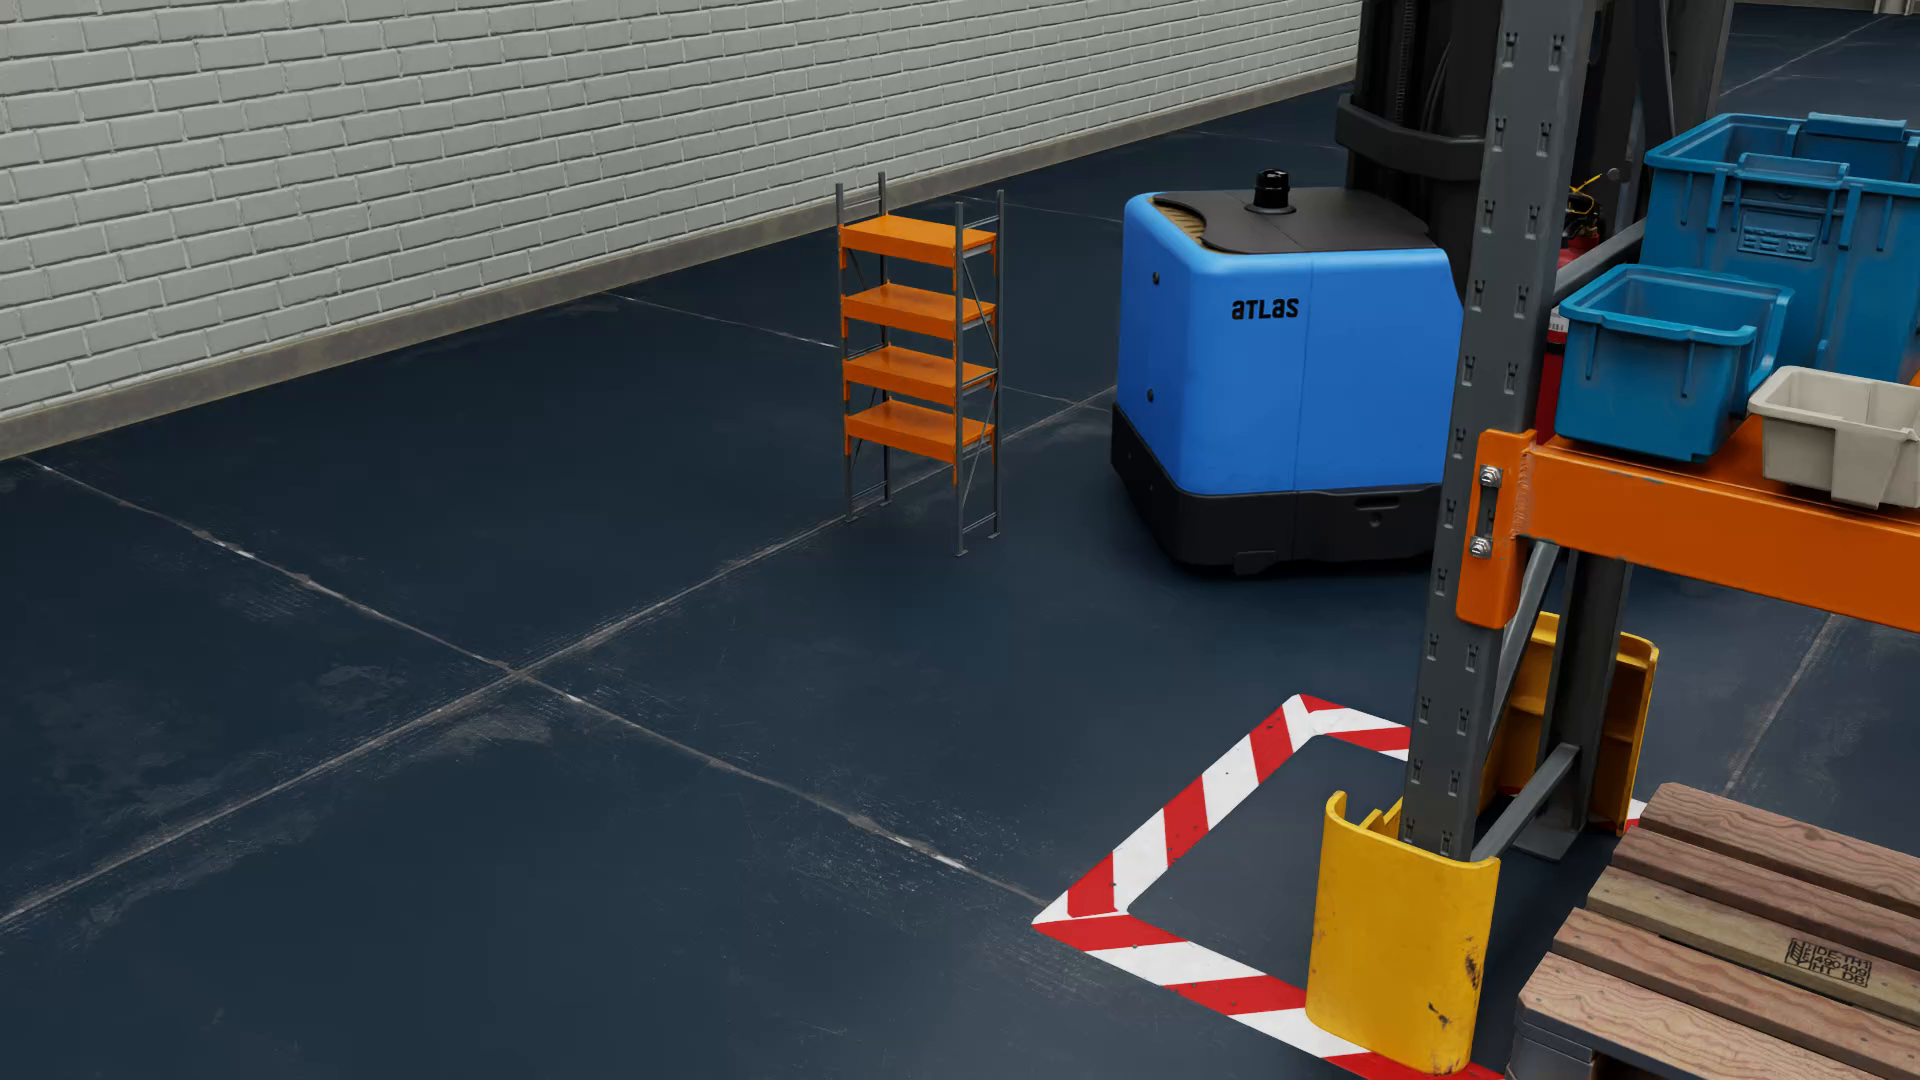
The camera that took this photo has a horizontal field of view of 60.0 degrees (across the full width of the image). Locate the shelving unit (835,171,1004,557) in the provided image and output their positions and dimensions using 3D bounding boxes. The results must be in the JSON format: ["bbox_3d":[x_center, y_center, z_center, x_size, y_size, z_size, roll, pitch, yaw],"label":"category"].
[{"bbox_3d":[-0.132,-0.589,5.599,0.503,1.200,0.258,17,29,33],"label":"shelving unit"}]

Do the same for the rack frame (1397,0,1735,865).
[{"bbox_3d":[1.215,-0.519,3.208,0.127,3.000,1.000,17,29,33],"label":"rack frame"}]

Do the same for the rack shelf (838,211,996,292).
[{"bbox_3d":[-0.132,-0.949,5.440,0.480,0.148,0.258,17,29,33],"label":"rack shelf"}]

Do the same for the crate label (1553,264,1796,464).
[{"bbox_3d":[1.215,-0.304,2.853,0.303,0.233,0.416,17,29,33],"label":"crate label"}]

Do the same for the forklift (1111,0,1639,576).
[{"bbox_3d":[2.126,-1.485,5.484,3.031,2.935,1.130,-3,24,-8],"label":"forklift"}]

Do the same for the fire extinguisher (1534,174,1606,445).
[{"bbox_3d":[1.367,-0.496,3.715,0.183,0.674,0.296,17,29,33],"label":"fire extinguisher"}]

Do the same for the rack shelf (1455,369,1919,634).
[{"bbox_3d":[2.815,0.294,2.256,4.000,0.370,1.077,17,29,33],"label":"rack shelf"}]

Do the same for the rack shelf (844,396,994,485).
[{"bbox_3d":[-0.132,-0.346,5.706,0.480,0.148,0.258,17,29,33],"label":"rack shelf"}]

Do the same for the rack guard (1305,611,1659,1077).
[{"bbox_3d":[1.188,0.623,3.716,0.348,0.500,1.175,17,29,33],"label":"rack guard"}]

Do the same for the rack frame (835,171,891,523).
[{"bbox_3d":[-0.328,-0.648,5.733,0.015,1.200,0.240,17,29,33],"label":"rack frame"}]

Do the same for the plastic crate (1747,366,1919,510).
[{"bbox_3d":[1.422,-0.156,2.636,0.298,0.136,0.250,17,29,33],"label":"plastic crate"}]

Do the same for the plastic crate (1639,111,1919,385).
[{"bbox_3d":[1.595,-0.542,3.142,0.499,0.435,0.616,17,29,33],"label":"plastic crate"}]

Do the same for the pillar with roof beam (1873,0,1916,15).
[{"bbox_3d":[8.904,-9.216,15.506,0.400,9.000,9.100,17,29,33],"label":"pillar with roof beam"}]

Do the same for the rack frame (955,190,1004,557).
[{"bbox_3d":[0.063,-0.530,5.465,0.015,1.200,0.240,17,29,33],"label":"rack frame"}]

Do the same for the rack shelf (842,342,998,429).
[{"bbox_3d":[-0.132,-0.528,5.626,0.480,0.148,0.258,17,29,33],"label":"rack shelf"}]

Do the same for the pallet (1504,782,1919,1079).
[{"bbox_3d":[1.852,0.969,3.289,1.213,0.211,1.003,17,29,33],"label":"pallet"}]

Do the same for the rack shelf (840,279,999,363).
[{"bbox_3d":[-0.132,-0.732,5.536,0.480,0.148,0.258,17,29,33],"label":"rack shelf"}]
